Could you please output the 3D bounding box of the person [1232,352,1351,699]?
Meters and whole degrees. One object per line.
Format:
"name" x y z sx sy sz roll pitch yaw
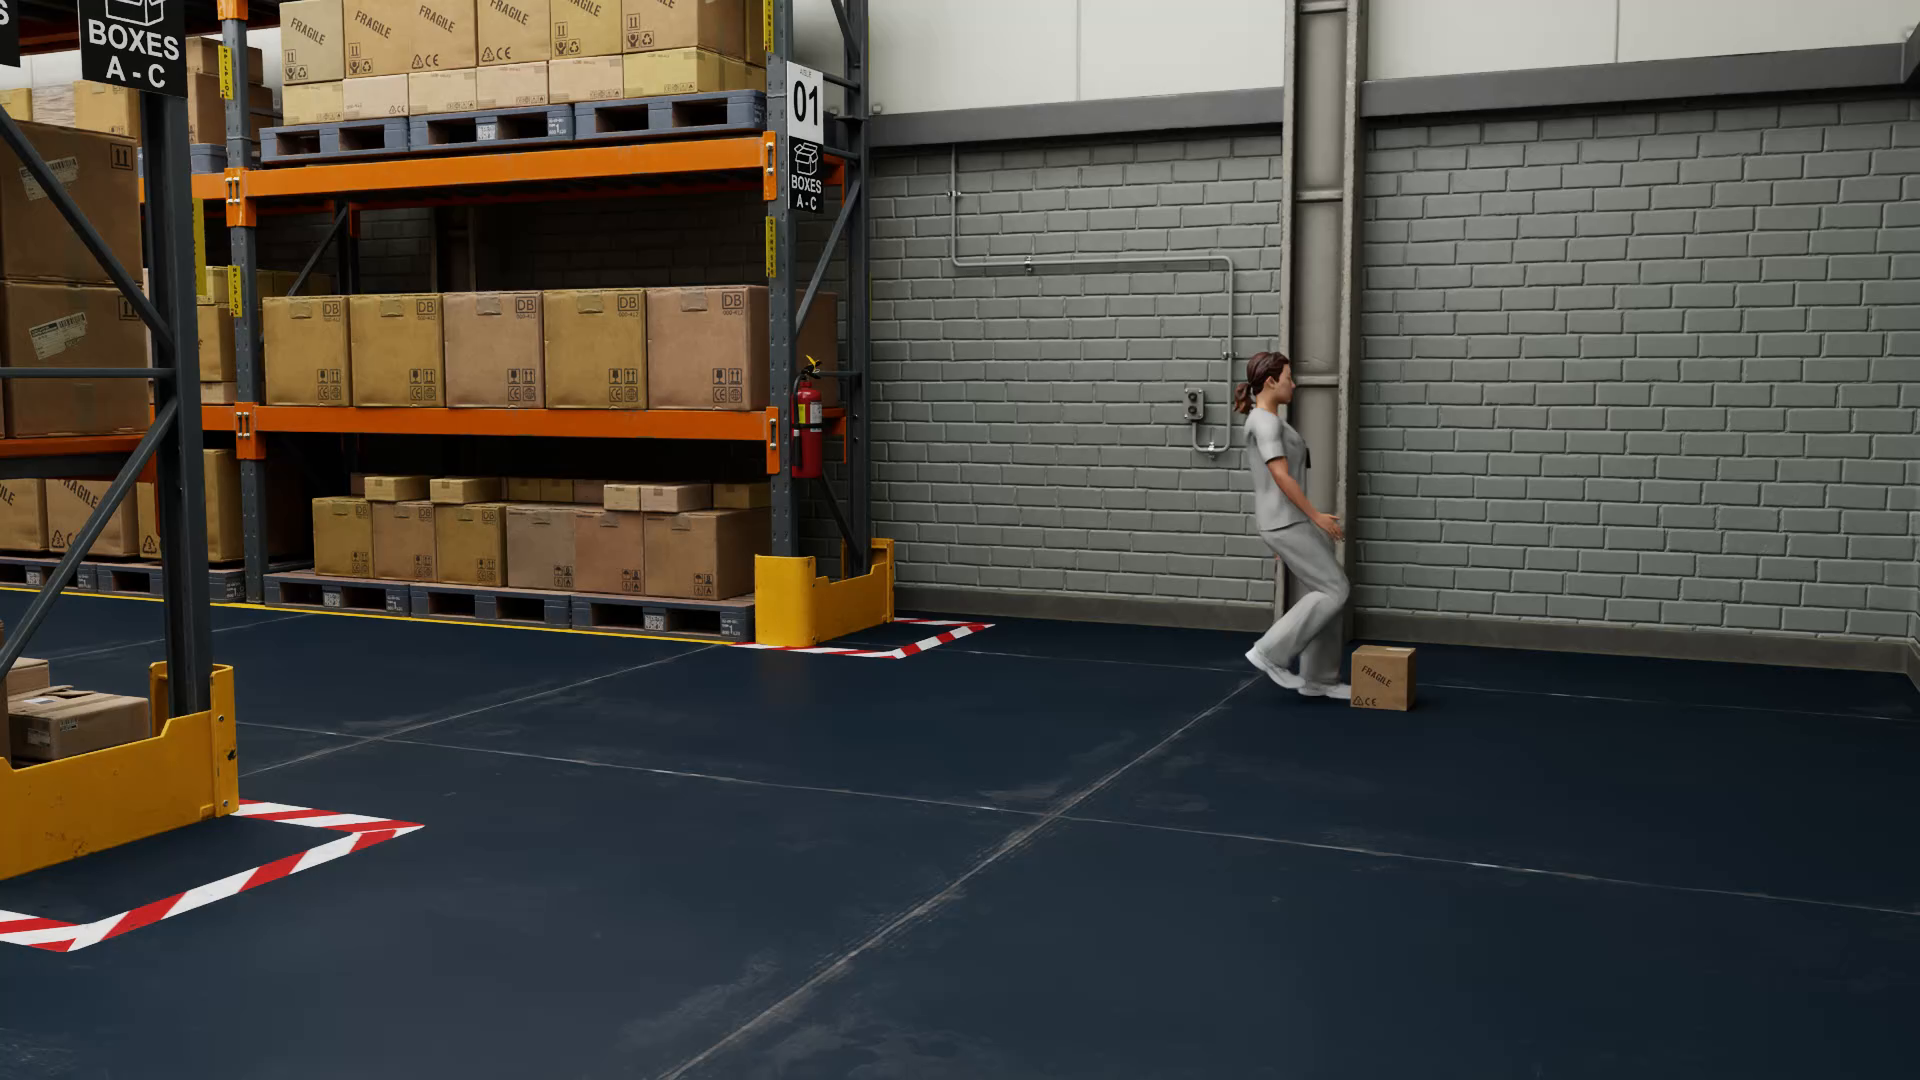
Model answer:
"person" 1.574 -0.060 7.714 0.638 1.619 0.460 1 6 11
